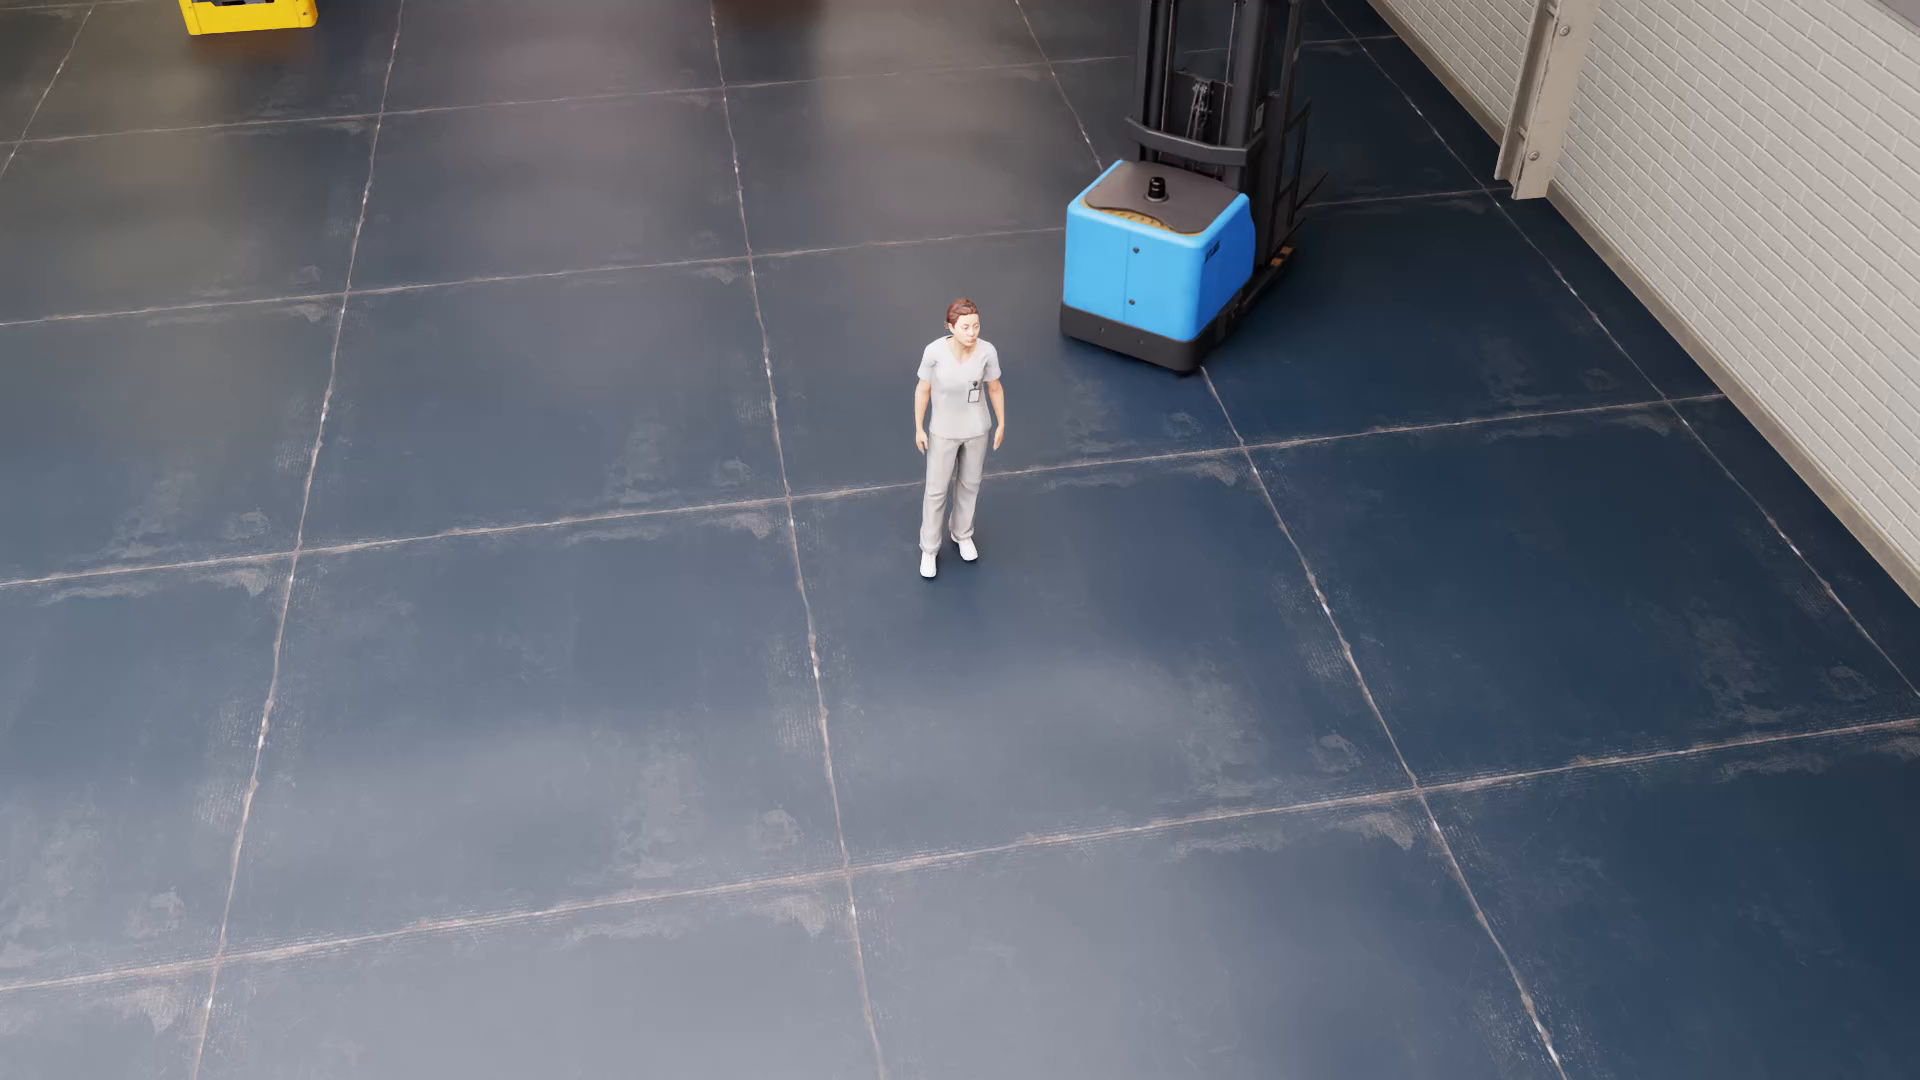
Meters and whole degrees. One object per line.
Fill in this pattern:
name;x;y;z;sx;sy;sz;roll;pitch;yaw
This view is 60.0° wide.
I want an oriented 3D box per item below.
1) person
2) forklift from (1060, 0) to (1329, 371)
person;-0.001;-0.596;9.616;0.549;1.675;0.549;-7;41;-8
forklift;1.905;-3.217;11.742;1.130;2.935;3.031;21;45;23
